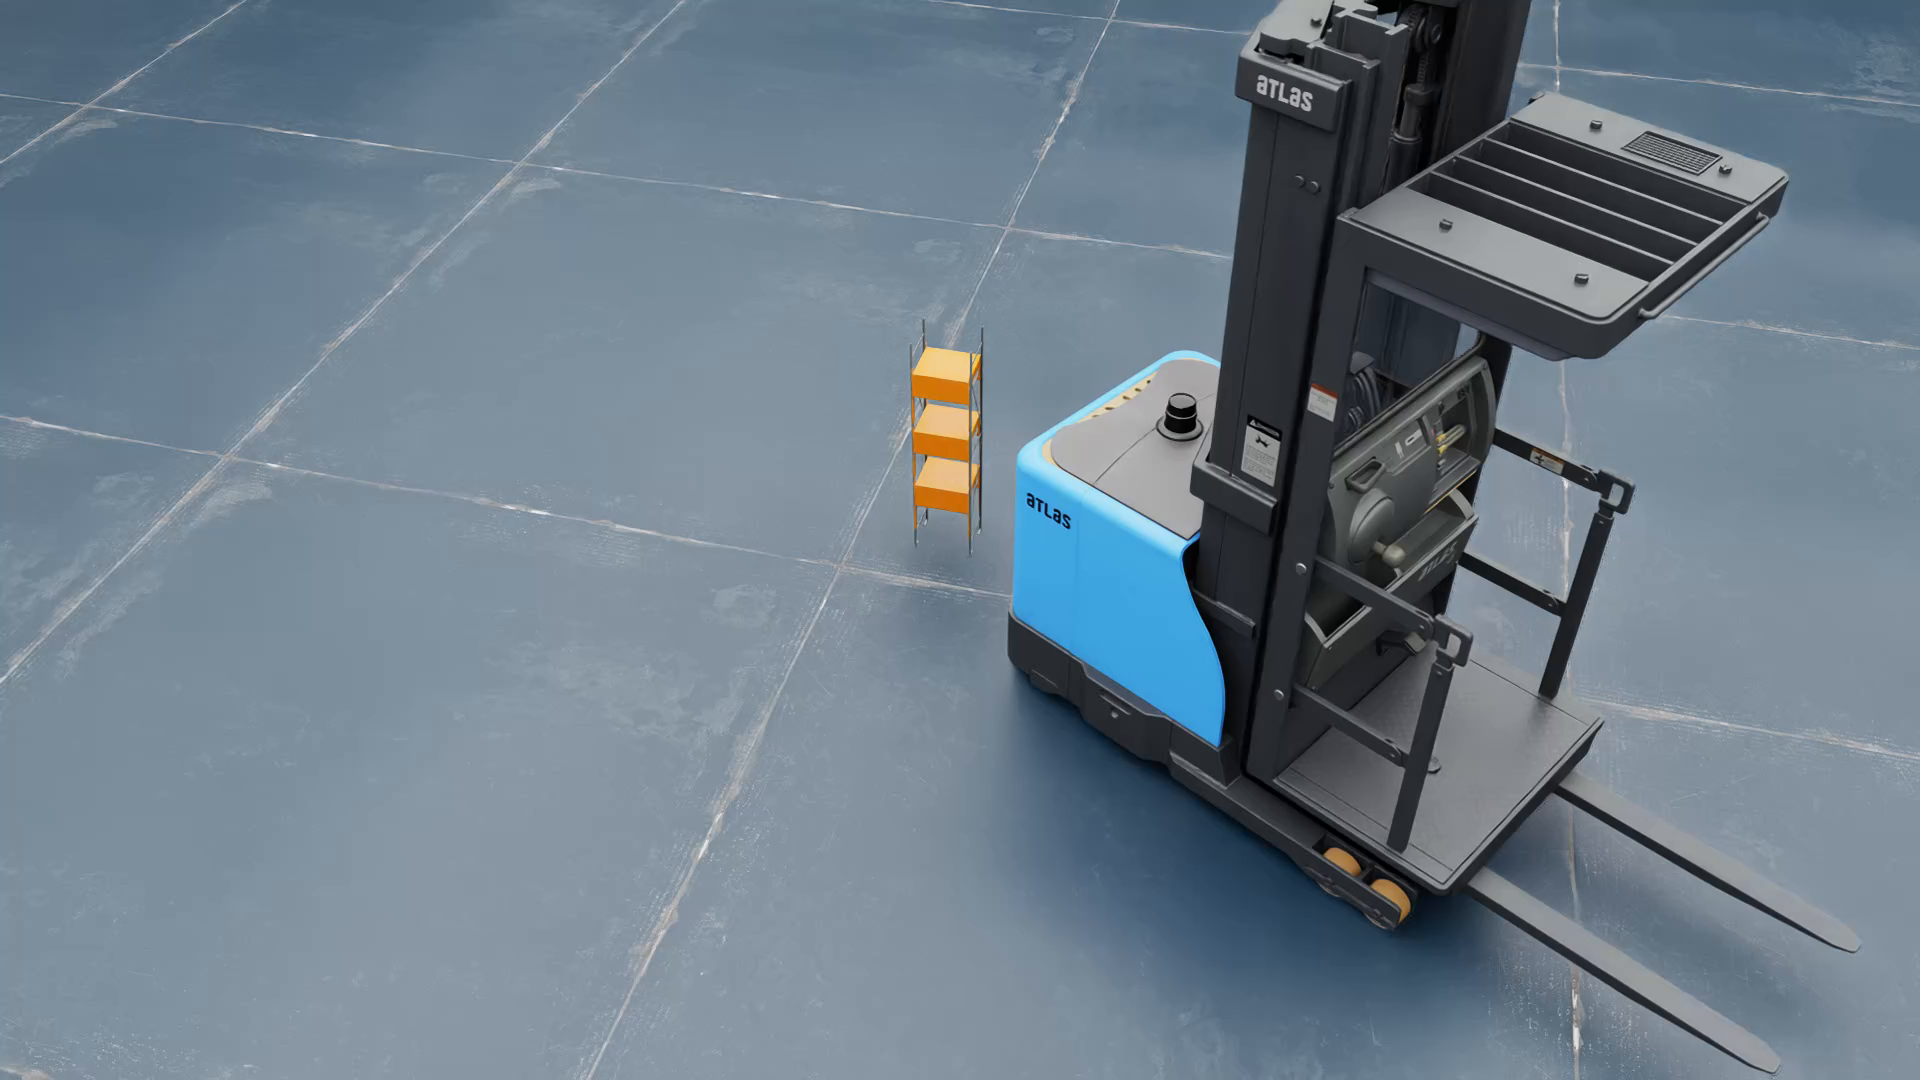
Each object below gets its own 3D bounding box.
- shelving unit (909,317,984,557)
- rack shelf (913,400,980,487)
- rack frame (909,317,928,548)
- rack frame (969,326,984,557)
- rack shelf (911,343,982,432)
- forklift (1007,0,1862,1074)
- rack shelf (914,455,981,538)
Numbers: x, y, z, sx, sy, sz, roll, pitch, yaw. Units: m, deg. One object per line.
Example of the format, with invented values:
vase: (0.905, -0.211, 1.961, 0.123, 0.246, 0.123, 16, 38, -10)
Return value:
shelving unit: (-0.052, -0.411, 6.923, 0.252, 1.050, 0.215, 10, 41, 11)
rack shelf: (-0.052, -0.403, 6.930, 0.240, 0.259, 0.215, 10, 41, 11)
rack frame: (-0.170, -0.431, 6.947, 0.008, 1.050, 0.200, 10, 41, 11)
rack frame: (0.066, -0.391, 6.899, 0.008, 1.050, 0.200, 10, 41, 11)
rack shelf: (-0.052, -0.620, 6.747, 0.240, 0.259, 0.215, 10, 41, 11)
forklift: (1.594, -0.181, 5.186, 3.031, 2.935, 1.130, 32, 50, 32)
rack shelf: (-0.052, -0.190, 7.109, 0.240, 0.259, 0.215, 10, 41, 11)
